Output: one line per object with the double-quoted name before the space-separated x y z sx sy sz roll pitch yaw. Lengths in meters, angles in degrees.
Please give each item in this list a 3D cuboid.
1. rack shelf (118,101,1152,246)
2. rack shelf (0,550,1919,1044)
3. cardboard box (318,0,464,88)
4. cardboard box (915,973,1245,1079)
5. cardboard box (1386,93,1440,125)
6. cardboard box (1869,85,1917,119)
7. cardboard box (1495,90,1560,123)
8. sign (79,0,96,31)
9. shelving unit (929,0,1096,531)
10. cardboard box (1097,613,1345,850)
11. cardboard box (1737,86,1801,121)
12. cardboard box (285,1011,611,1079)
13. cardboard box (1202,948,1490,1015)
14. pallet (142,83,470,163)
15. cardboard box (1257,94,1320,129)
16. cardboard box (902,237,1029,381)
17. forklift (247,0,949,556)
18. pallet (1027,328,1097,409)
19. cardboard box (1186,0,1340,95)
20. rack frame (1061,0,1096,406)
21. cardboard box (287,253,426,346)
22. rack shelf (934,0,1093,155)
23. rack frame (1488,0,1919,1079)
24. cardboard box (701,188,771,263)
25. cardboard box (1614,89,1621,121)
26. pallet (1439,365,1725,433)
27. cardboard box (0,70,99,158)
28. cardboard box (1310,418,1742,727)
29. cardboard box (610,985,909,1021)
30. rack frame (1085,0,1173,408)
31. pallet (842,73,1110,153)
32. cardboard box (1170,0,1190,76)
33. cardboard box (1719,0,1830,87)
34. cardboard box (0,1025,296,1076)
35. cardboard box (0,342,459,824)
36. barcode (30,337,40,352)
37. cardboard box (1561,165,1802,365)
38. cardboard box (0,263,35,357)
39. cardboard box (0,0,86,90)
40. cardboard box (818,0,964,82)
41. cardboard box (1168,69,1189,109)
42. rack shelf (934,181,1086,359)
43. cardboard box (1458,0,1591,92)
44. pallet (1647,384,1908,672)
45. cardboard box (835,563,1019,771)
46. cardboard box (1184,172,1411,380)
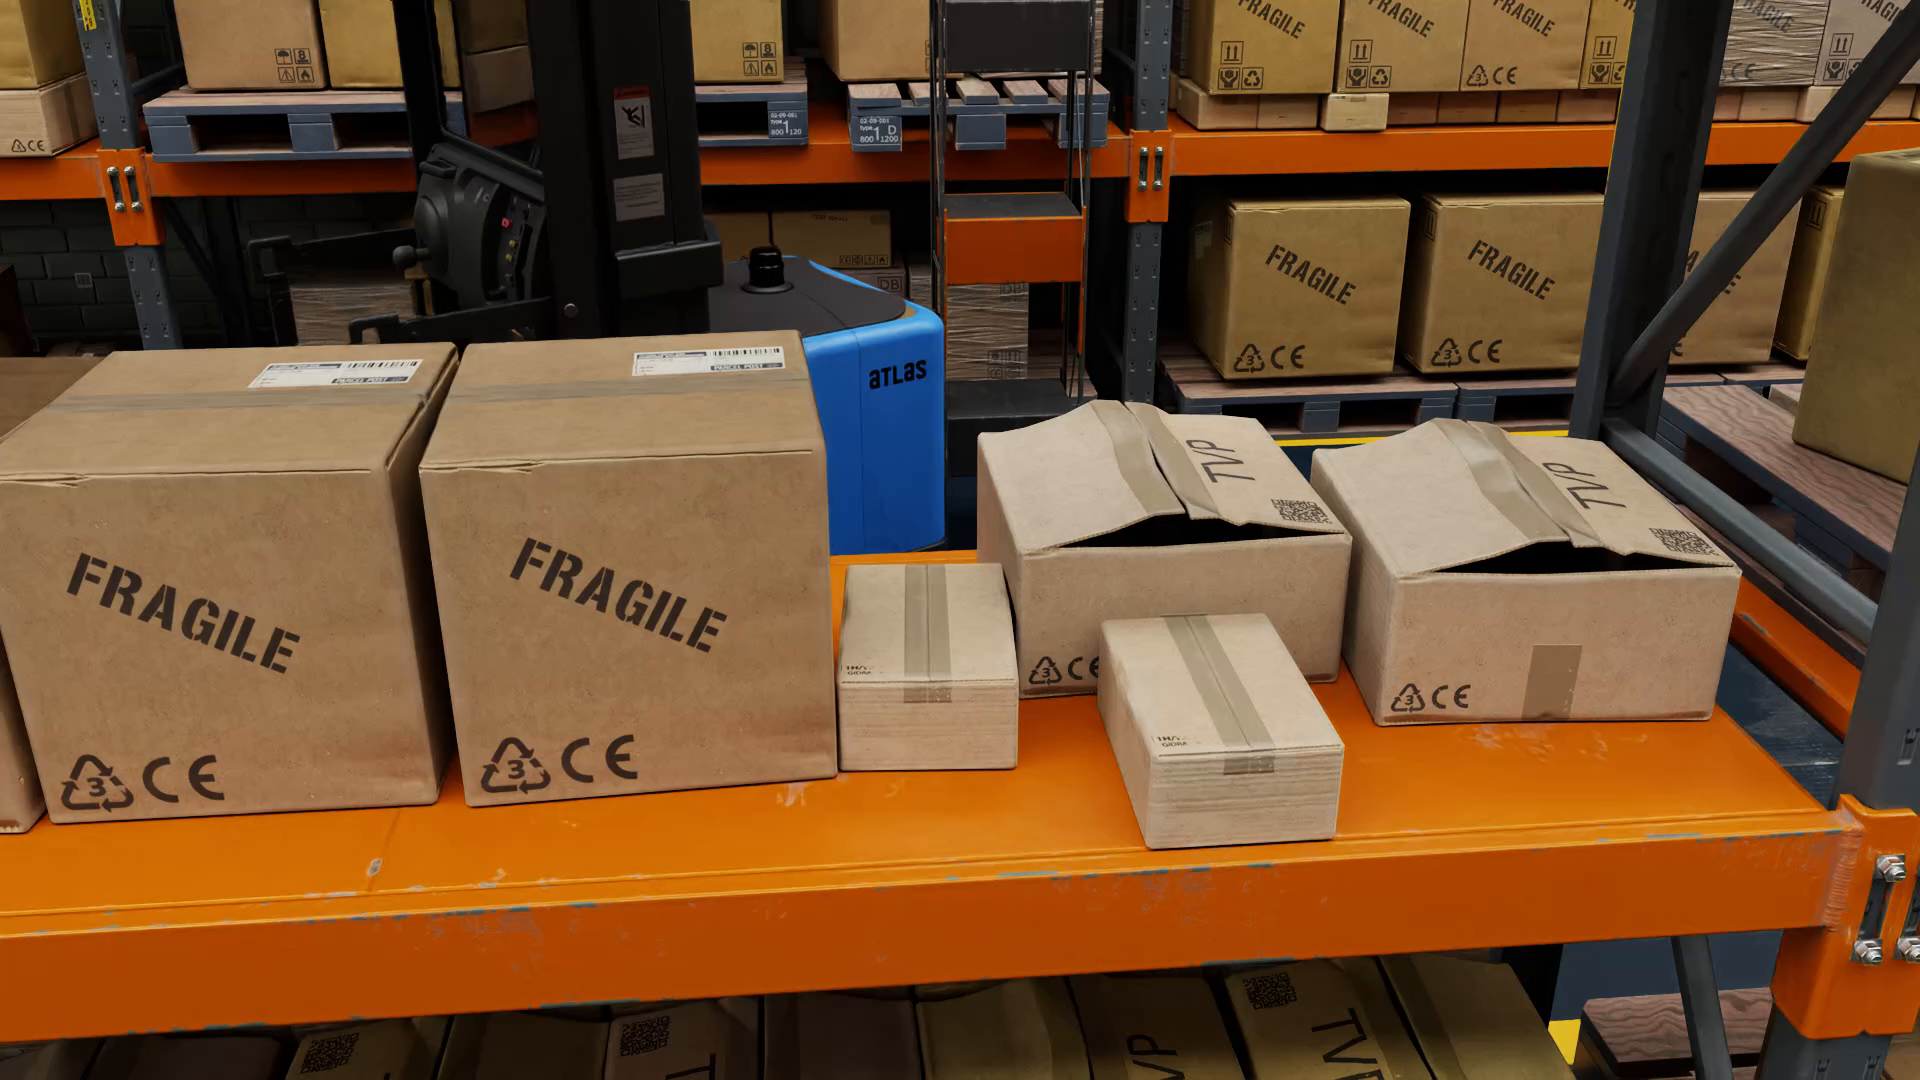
"rack shelf" -1.266 -1.602 7.047 4.000 0.370 1.077 -2 24 -5
"rack shelf" -0.776 0.400 2.543 4.000 0.370 1.077 -2 24 -5
"cardboard box" -2.190 -2.124 6.670 0.500 0.500 0.700 0 24 0
"cardboard box" 0.201 0.944 2.612 0.500 0.311 0.500 -3 24 -6
"cardboard box" 1.837 -1.867 7.043 0.250 0.149 0.380 -3 24 -6
"cardboard box" 3.885 -1.925 7.173 0.250 0.149 0.380 -2 24 -3
"cardboard box" 2.352 -1.887 7.088 0.250 0.149 0.380 -2 24 -4
"sign" -3.196 -2.028 6.053 0.005 0.325 0.100 -2 24 -5
"shelving unit" 0.165 -0.966 5.838 0.503 2.100 0.431 -2 24 -5
"cardboard box" 0.347 0.254 2.295 0.250 0.149 0.380 -2 24 -5
"cardboard box" 3.378 -1.908 7.134 0.250 0.149 0.380 -2 24 -5
"cardboard box" -0.801 0.982 2.526 0.500 0.311 0.500 -2 24 -4
"cardboard box" 0.664 0.702 3.156 0.500 0.311 0.500 -1 24 -3
"pallet" -2.482 -1.735 6.697 1.213 0.211 1.003 -2 24 -5
"cardboard box" 1.326 -1.831 6.961 0.250 0.149 0.380 -2 24 -4
"cardboard box" 0.013 -1.020 7.387 0.500 0.500 0.700 -2 24 -4
"forklift" -1.535 -0.882 4.626 3.031 2.935 1.130 -16 29 -32
"pallet" -0.054 -0.706 7.578 1.213 0.211 1.003 -2 24 -5
"cardboard box" 1.232 -2.117 6.807 0.500 0.500 0.500 -2 24 -4
"rack frame" 0.408 -0.976 5.860 0.015 2.100 0.400 -2 24 -5
"cardboard box" -2.526 -0.946 7.221 0.500 0.500 0.700 -1 24 -3
"rack shelf" 0.165 -1.593 5.560 0.480 0.518 0.431 -2 24 -5
"rack frame" 1.214 -0.009 2.576 0.127 3.000 1.000 -2 24 -5
"cardboard box" -1.072 -1.342 7.190 0.500 0.250 0.500 -2 24 -5
"cardboard box" 2.862 -1.898 7.112 0.250 0.149 0.380 -2 24 -3
"pallet" 2.727 -0.785 7.756 1.213 0.211 1.003 -2 24 -5
"cardboard box" -3.698 -1.650 6.430 0.500 0.250 0.500 -2 24 -5
"cardboard box" 0.848 0.029 2.602 0.500 0.311 0.500 -1 24 -2
"cardboard box" -0.365 0.746 3.057 0.500 0.311 0.500 -3 24 -7
"rack frame" 0.724 -2.011 7.081 0.127 3.000 1.000 -2 24 -5
"pallet" 0.025 -1.852 6.959 1.003 0.211 1.213 -2 24 -5
"cardboard box" 1.168 -2.327 7.278 0.500 0.500 0.500 -2 24 -5
"cardboard box" 3.262 -2.200 6.992 0.500 0.500 0.500 -2 24 -5
"cardboard box" -1.377 0.785 2.969 0.500 0.311 0.500 -2 24 -5
"cardboard box" -0.978 0.040 2.343 0.500 0.500 0.500 -2 24 -5
"barcode" -4.132 -0.869 7.393 0.075 0.075 0.001 -2 24 -5
"cardboard box" 3.186 -1.265 7.532 0.750 0.750 0.750 -2 24 -4
"cardboard box" -4.286 -0.852 7.010 0.500 0.500 0.500 -4 24 -9
"cardboard box" -3.697 -1.990 6.272 0.500 0.500 0.500 -2 24 -5
"cardboard box" -0.296 -2.201 6.845 0.500 0.500 0.700 -5 24 -10
"cardboard box" 1.023 -2.022 7.390 0.250 0.149 0.380 -2 24 -4
"rack shelf" 0.165 -0.954 5.844 0.480 0.518 0.431 -2 24 -5
"cardboard box" 2.248 -2.154 6.889 0.500 0.500 0.500 -2 24 -5
"pallet" 1.882 0.024 2.740 1.003 0.211 1.213 -2 24 -5
"cardboard box" -0.049 0.180 2.462 0.250 0.149 0.380 -1 24 -1
"cardboard box" 1.469 -1.197 7.379 0.750 0.750 0.750 -3 24 -6
